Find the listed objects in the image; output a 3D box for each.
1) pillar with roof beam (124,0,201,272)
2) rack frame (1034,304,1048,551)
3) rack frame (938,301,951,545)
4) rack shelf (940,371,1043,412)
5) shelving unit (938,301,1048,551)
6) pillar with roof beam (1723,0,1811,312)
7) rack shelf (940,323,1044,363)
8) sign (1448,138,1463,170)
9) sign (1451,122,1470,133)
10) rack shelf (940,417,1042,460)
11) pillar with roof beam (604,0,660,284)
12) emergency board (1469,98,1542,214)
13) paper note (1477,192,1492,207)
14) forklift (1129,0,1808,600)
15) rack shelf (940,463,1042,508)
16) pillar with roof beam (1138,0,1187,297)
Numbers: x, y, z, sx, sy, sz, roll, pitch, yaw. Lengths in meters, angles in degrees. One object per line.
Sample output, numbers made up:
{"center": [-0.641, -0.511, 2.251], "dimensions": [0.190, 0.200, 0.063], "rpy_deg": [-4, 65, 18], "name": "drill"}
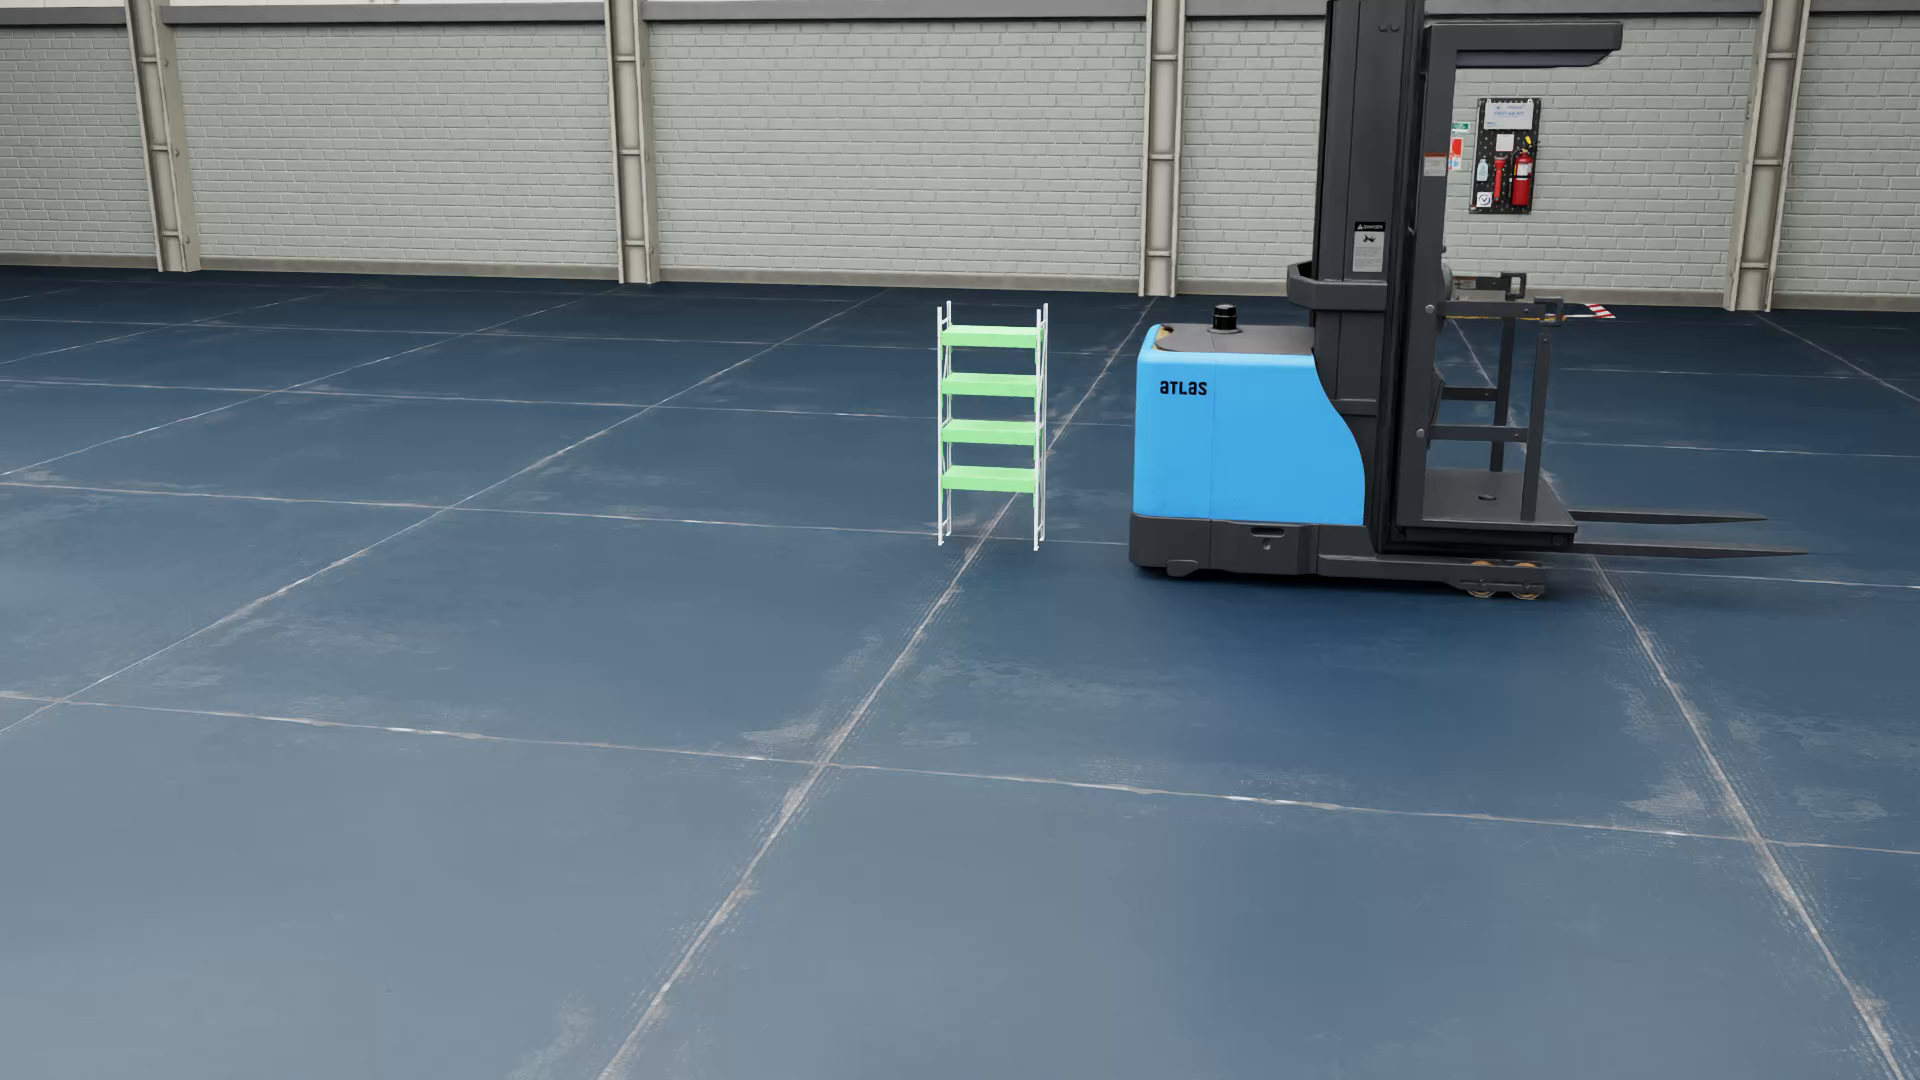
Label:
{"center": [-10.455, -6.529, 15.203], "dimensions": [0.400, 9.000, 9.100], "rpy_deg": [3, 16, 11], "name": "pillar with roof beam"}
{"center": [0.401, -0.556, 8.253], "dimensions": [0.015, 1.200, 0.240], "rpy_deg": [3, 16, 11], "name": "rack frame"}
{"center": [-0.077, -0.582, 8.347], "dimensions": [0.015, 1.200, 0.240], "rpy_deg": [3, 16, 11], "name": "rack frame"}
{"center": [0.162, -0.739, 8.253], "dimensions": [0.480, 0.148, 0.258], "rpy_deg": [3, 16, 11], "name": "rack shelf"}
{"center": [0.162, -0.569, 8.300], "dimensions": [0.503, 1.200, 0.258], "rpy_deg": [3, 16, 11], "name": "shelving unit"}
{"center": [7.184, -5.571, 11.747], "dimensions": [0.400, 9.000, 9.100], "rpy_deg": [3, 16, 11], "name": "pillar with roof beam"}
{"center": [0.162, -0.970, 8.189], "dimensions": [0.480, 0.148, 0.258], "rpy_deg": [3, 16, 11], "name": "rack shelf"}
{"center": [5.107, -4.021, 17.322], "dimensions": [0.234, 0.329, 0.001], "rpy_deg": [3, 16, 11], "name": "sign"}
{"center": [5.109, -4.274, 17.242], "dimensions": [0.331, 0.109, 0.001], "rpy_deg": [3, 16, 11], "name": "sign"}
{"center": [0.162, -0.508, 8.317], "dimensions": [0.480, 0.148, 0.258], "rpy_deg": [3, 16, 11], "name": "rack shelf"}
{"center": [-4.575, -6.209, 14.051], "dimensions": [0.400, 9.000, 9.100], "rpy_deg": [3, 16, 11], "name": "pillar with roof beam"}
{"center": [5.628, -3.947, 17.124], "dimensions": [0.643, 1.169, 0.194], "rpy_deg": [3, 16, 11], "name": "emergency board"}
{"center": [5.468, -3.550, 17.340], "dimensions": [0.142, 0.148, 0.016], "rpy_deg": [3, 16, 11], "name": "paper note"}
{"center": [2.365, -1.295, 7.675], "dimensions": [3.031, 2.935, 1.130], "rpy_deg": [3, 16, 9], "name": "forklift"}
{"center": [0.162, -0.277, 8.381], "dimensions": [0.480, 0.148, 0.258], "rpy_deg": [3, 16, 11], "name": "rack shelf"}
{"center": [1.304, -5.890, 12.899], "dimensions": [0.400, 9.000, 9.100], "rpy_deg": [3, 16, 11], "name": "pillar with roof beam"}
